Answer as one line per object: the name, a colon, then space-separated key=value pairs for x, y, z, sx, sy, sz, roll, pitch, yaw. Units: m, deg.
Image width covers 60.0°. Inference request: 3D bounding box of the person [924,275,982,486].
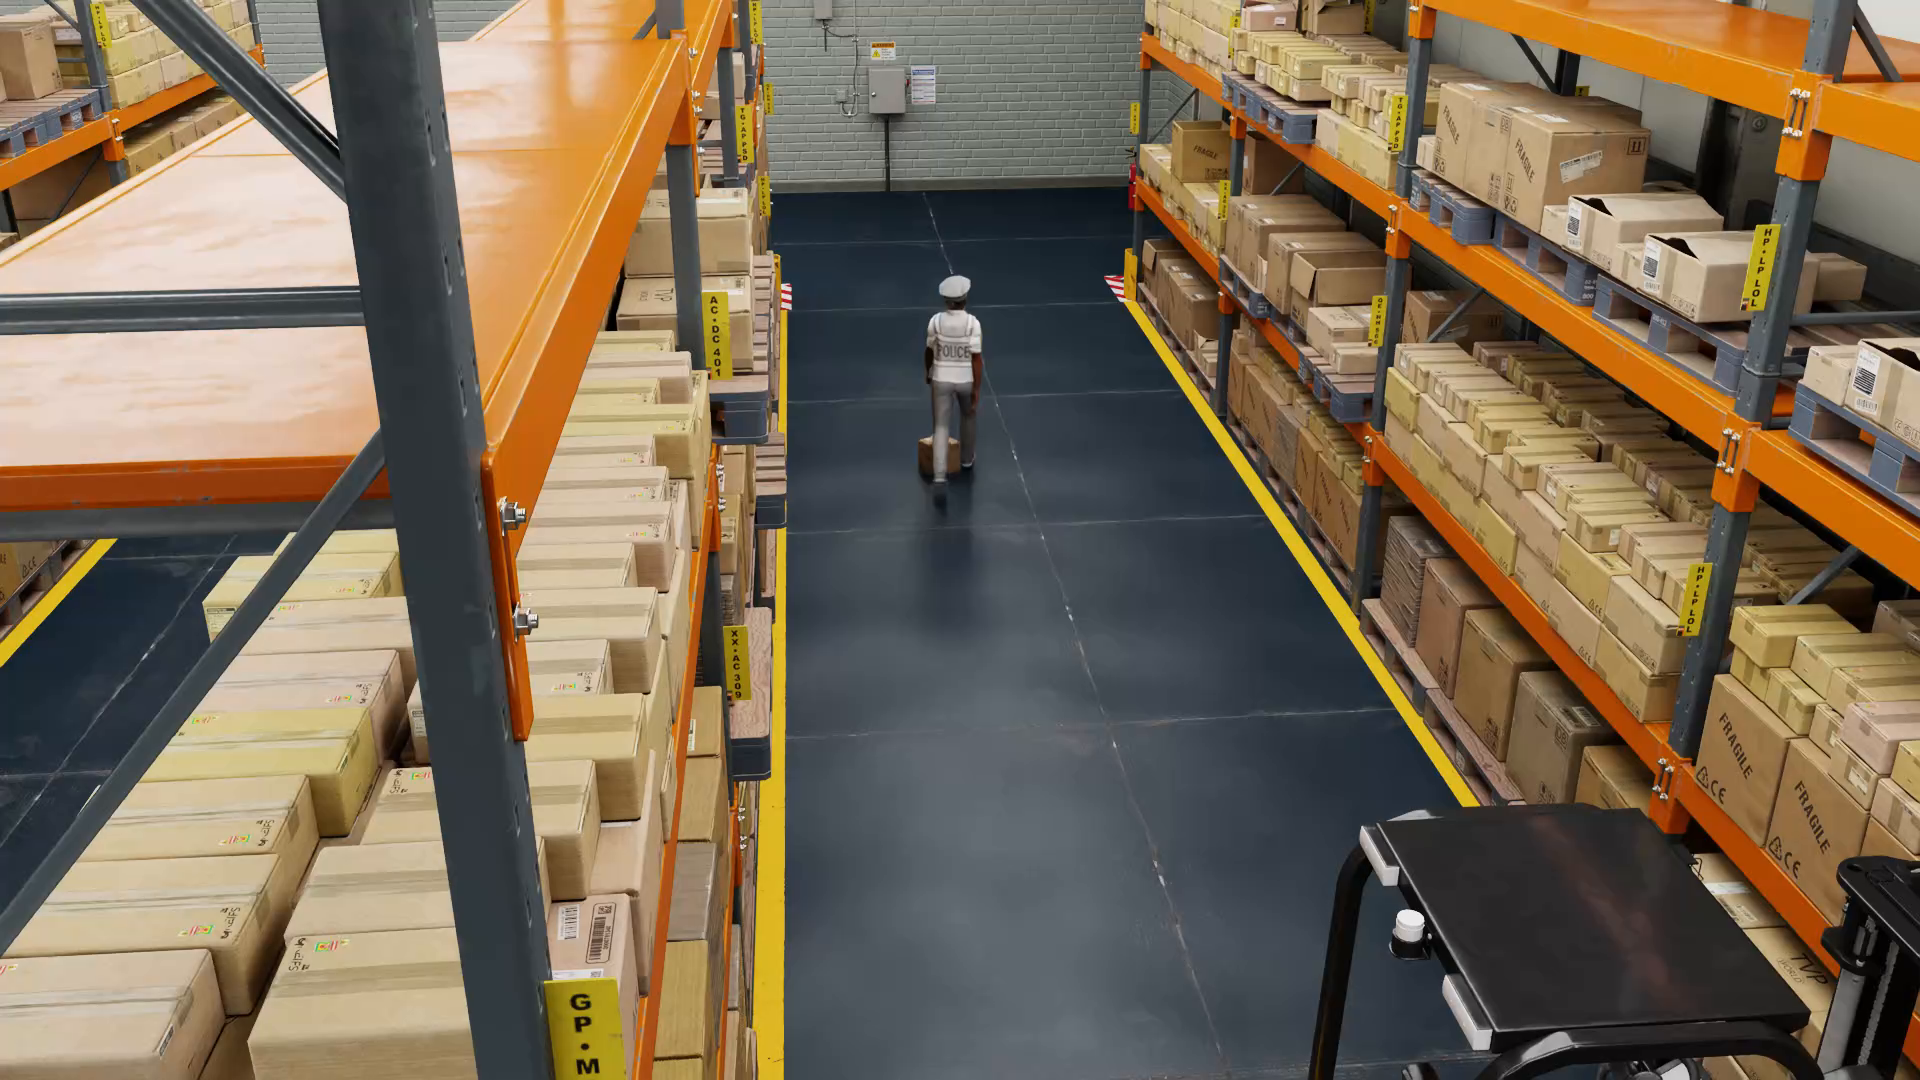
person: x=-0.055 y=-1.264 z=13.105 sx=0.466 sy=1.637 sz=0.984 roll=1 pitch=24 yaw=3
